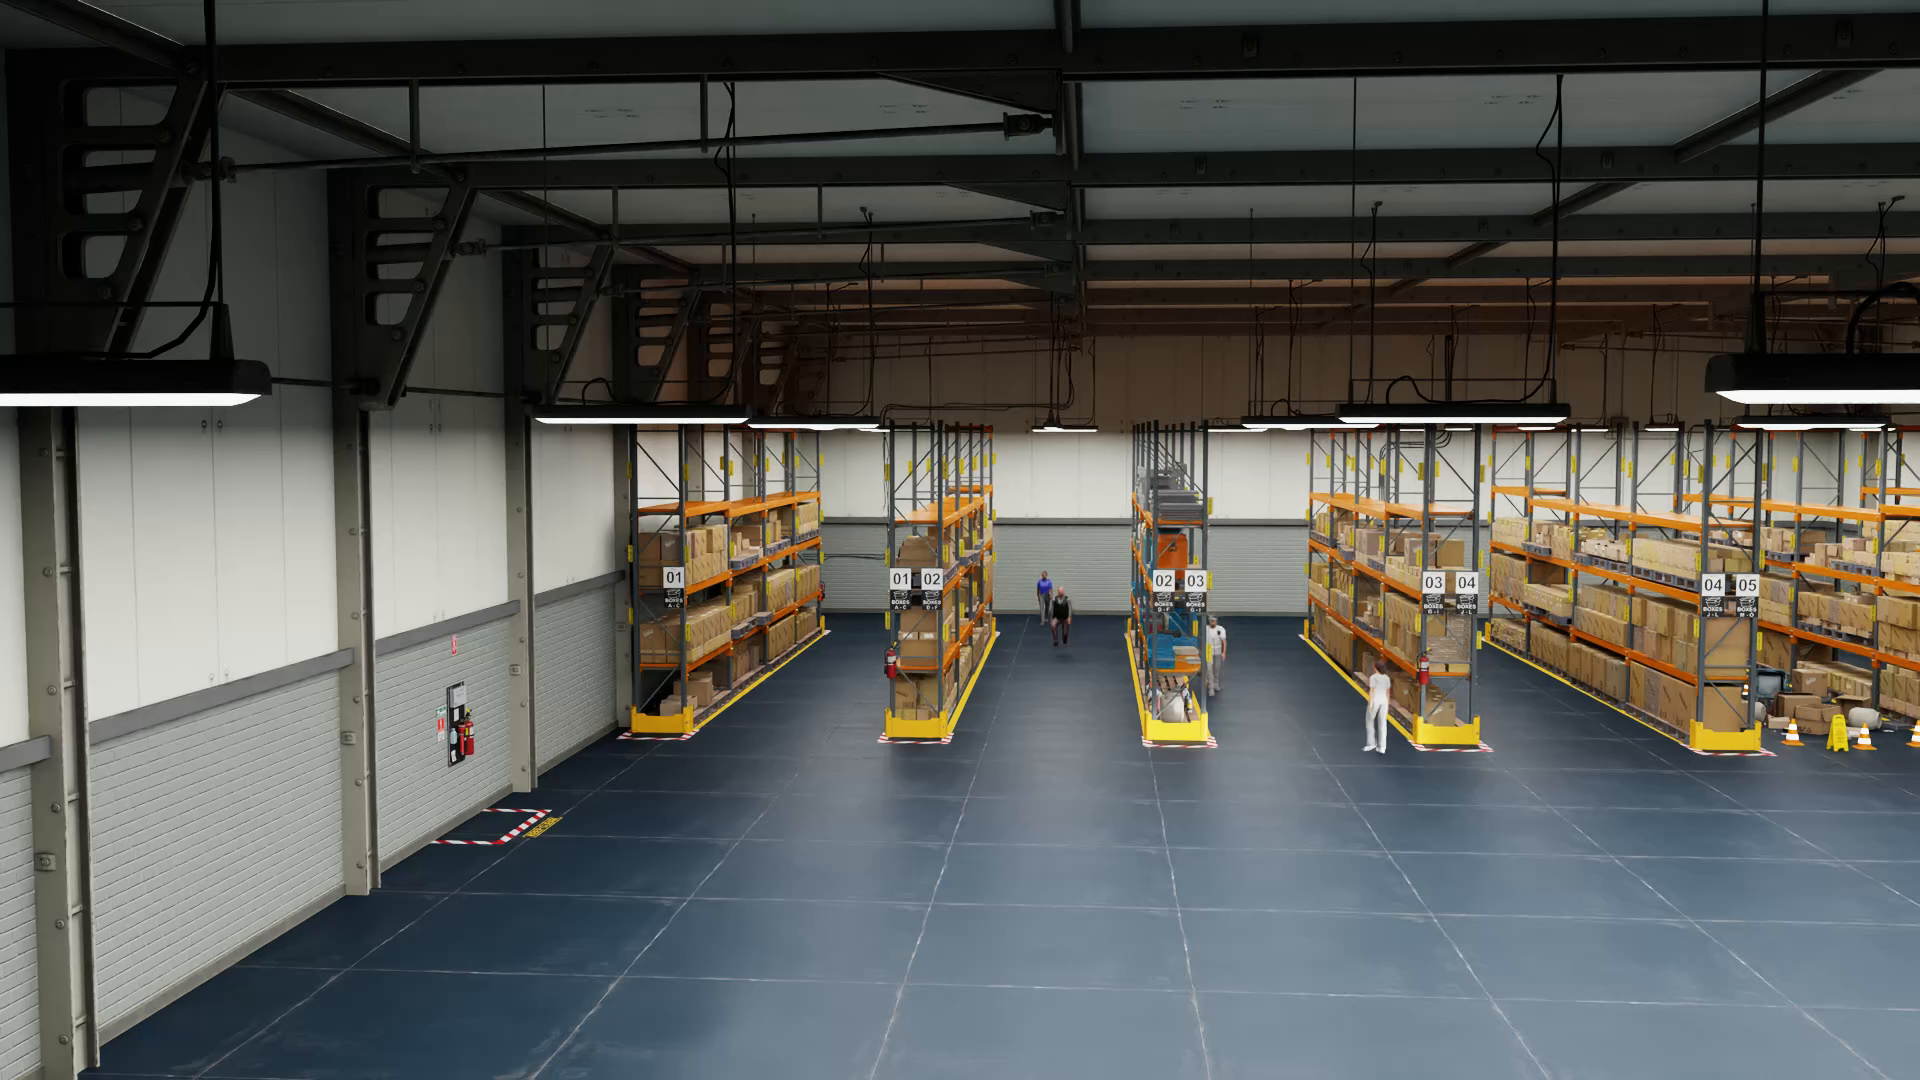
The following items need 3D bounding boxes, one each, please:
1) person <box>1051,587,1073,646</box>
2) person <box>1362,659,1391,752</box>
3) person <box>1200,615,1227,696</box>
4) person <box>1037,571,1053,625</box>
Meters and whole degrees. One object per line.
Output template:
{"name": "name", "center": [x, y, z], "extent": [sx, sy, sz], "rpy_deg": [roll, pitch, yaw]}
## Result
{"name": "person", "center": [2.613, 1.969, 42.981], "extent": [0.593, 1.521, 1.030], "rpy_deg": [1, 4, 10]}
{"name": "person", "center": [7.567, 3.018, 29.993], "extent": [0.452, 1.714, 0.595], "rpy_deg": [0, 4, -5]}
{"name": "person", "center": [5.619, 2.516, 36.825], "extent": [0.560, 1.748, 0.869], "rpy_deg": [0, 4, 3]}
{"name": "person", "center": [2.560, 1.788, 50.124], "extent": [0.472, 1.489, 1.033], "rpy_deg": [0, 4, 1]}
